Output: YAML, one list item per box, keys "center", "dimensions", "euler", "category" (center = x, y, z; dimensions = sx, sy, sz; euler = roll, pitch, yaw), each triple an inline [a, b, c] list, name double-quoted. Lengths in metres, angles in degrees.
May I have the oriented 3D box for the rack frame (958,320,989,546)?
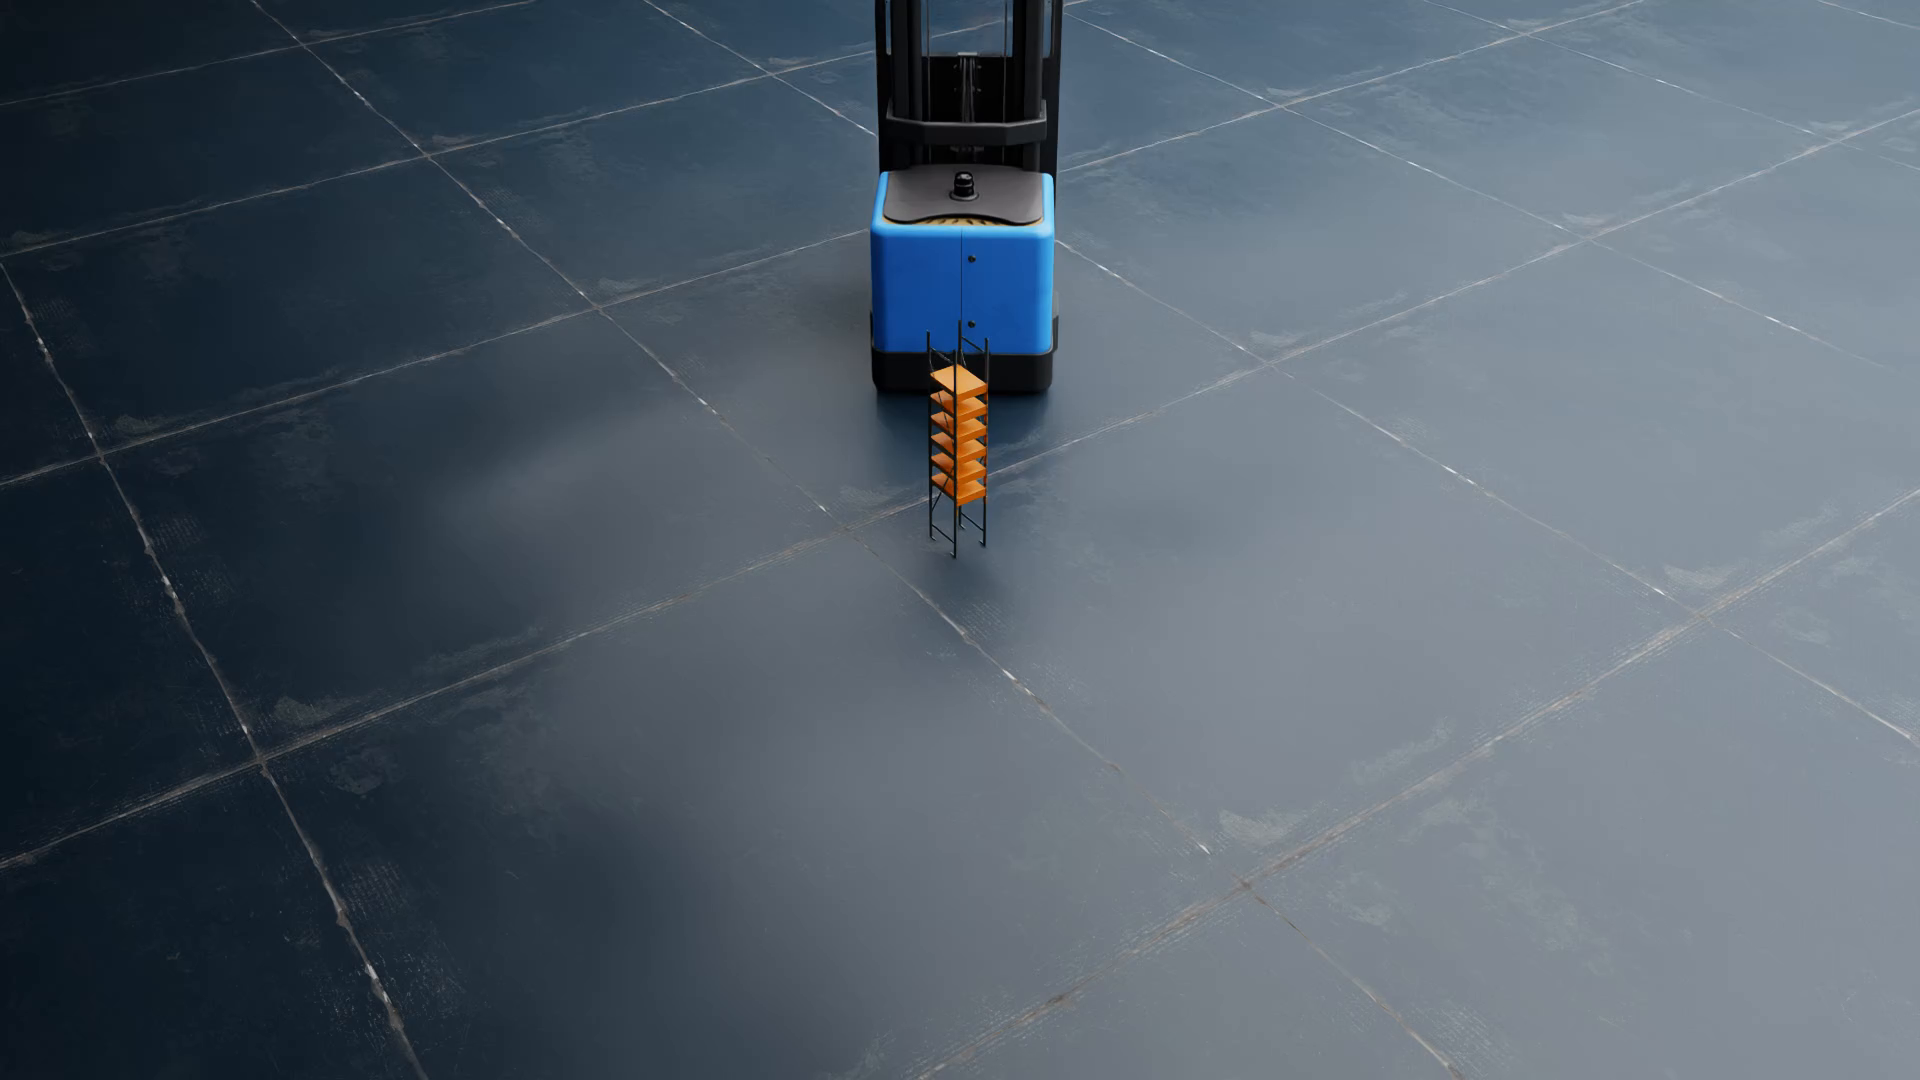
- center: [0.063, -0.513, 8.249]
  dimensions: [0.006, 1.200, 0.240]
  euler: [-22, 41, -28]
  category: "rack frame"

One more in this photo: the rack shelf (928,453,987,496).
- center: [-0.012, -0.349, 8.302]
  dimensions: [0.180, 0.103, 0.258]
  euler: [-22, 41, -28]
  category: "rack shelf"

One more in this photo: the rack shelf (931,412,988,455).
- center: [-0.012, -0.544, 8.162]
  dimensions: [0.180, 0.103, 0.258]
  euler: [-22, 41, -28]
  category: "rack shelf"

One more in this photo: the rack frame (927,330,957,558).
- center: [-0.087, -0.451, 8.163]
  dimensions: [0.006, 1.200, 0.240]
  euler: [-22, 41, -28]
  category: "rack frame"

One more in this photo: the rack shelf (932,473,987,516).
- center: [-0.012, -0.251, 8.372]
  dimensions: [0.180, 0.103, 0.258]
  euler: [-22, 41, -28]
  category: "rack shelf"

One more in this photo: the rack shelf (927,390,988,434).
- center: [-0.012, -0.641, 8.092]
  dimensions: [0.180, 0.103, 0.258]
  euler: [-22, 41, -28]
  category: "rack shelf"

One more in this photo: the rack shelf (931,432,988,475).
- center: [-0.012, -0.446, 8.232]
  dimensions: [0.180, 0.103, 0.258]
  euler: [-22, 41, -28]
  category: "rack shelf"

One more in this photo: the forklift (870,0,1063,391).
- center: [0.058, -2.886, 10.066]
  dimensions: [1.130, 2.935, 3.031]
  euler: [1, 36, 2]
  category: "forklift"

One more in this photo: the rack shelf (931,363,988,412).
- center: [-0.012, -0.738, 8.022]
  dimensions: [0.180, 0.103, 0.258]
  euler: [-22, 41, -28]
  category: "rack shelf"

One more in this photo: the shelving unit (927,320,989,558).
- center: [-0.012, -0.482, 8.206]
  dimensions: [0.189, 1.200, 0.258]
  euler: [-22, 41, -28]
  category: "shelving unit"
